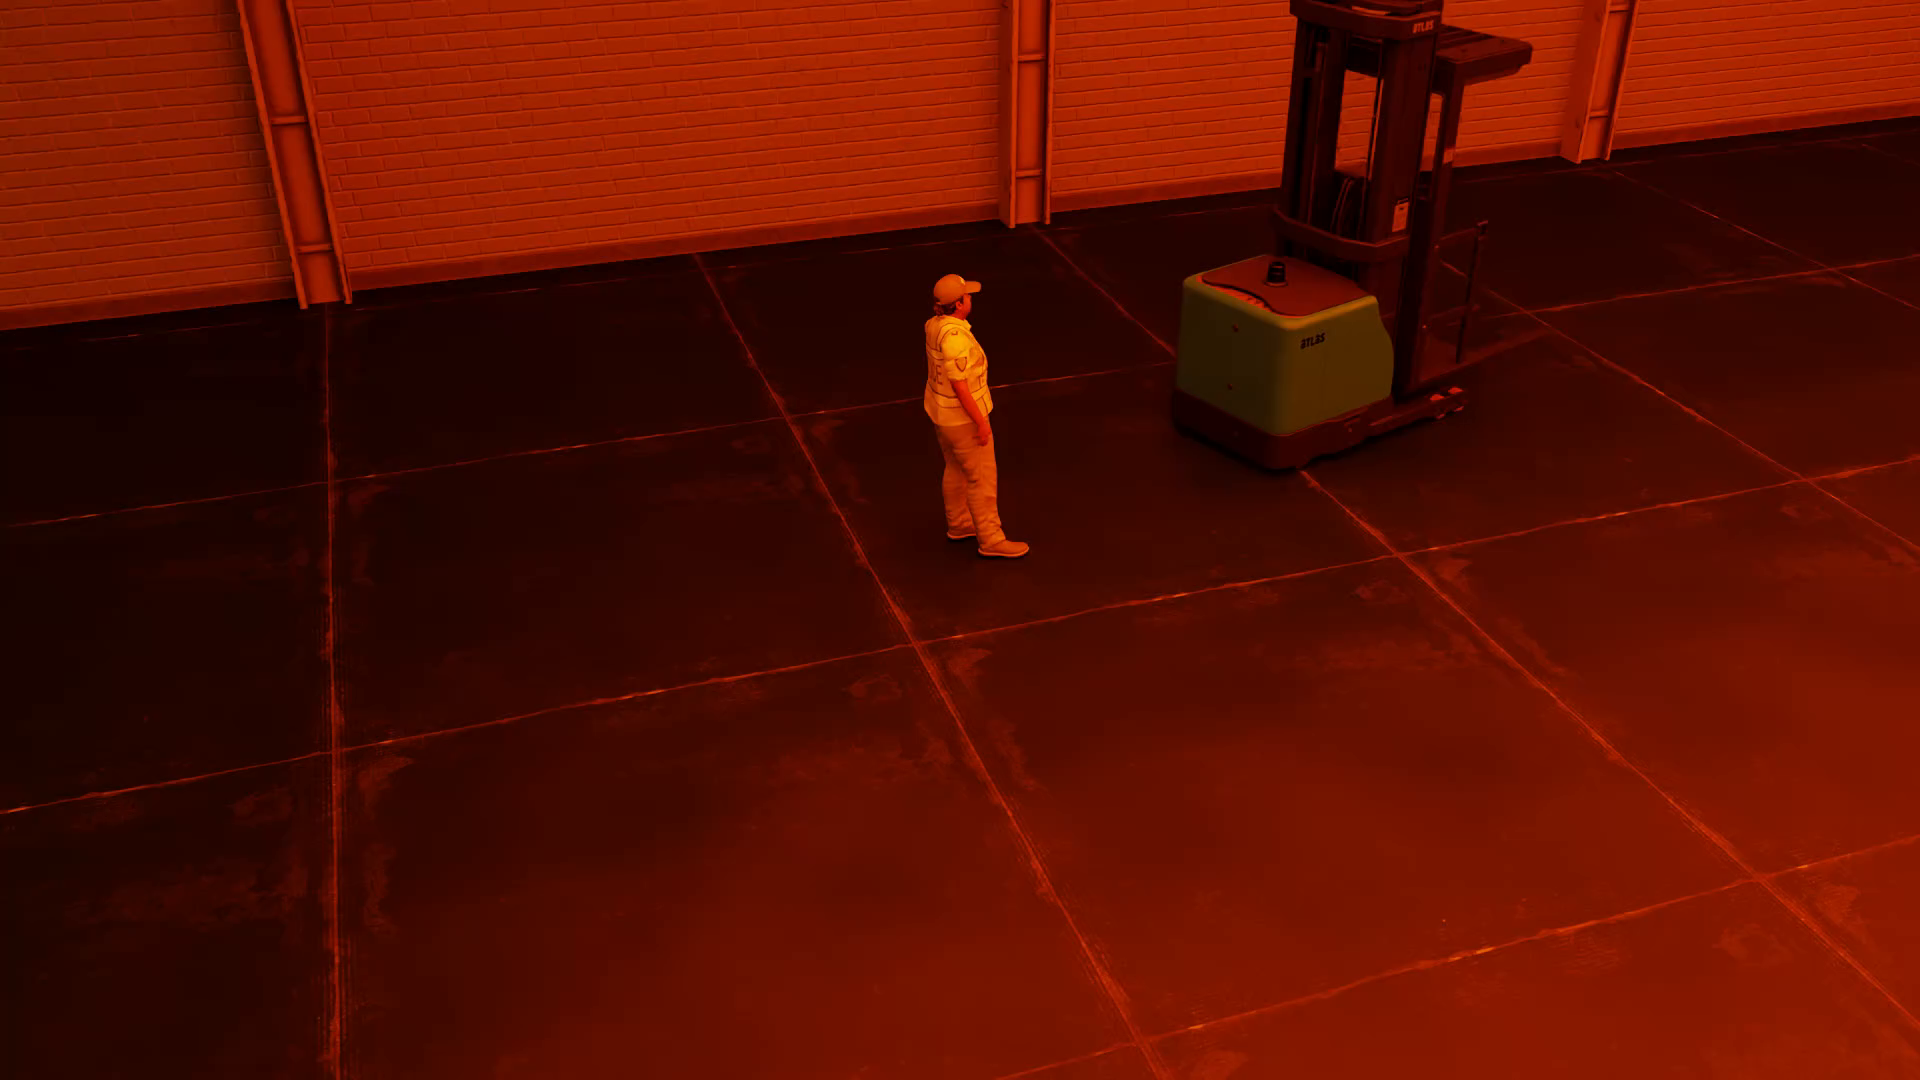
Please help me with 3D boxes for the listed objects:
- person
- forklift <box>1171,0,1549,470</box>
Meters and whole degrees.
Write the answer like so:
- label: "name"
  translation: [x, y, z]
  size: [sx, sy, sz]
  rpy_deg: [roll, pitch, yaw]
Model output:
- label: "person"
  translation: [0.080, -0.731, 9.609]
  size: [0.529, 1.670, 0.598]
  rpy_deg: [-10, 31, -16]
- label: "forklift"
  translation: [2.925, -2.299, 11.082]
  size: [3.031, 2.935, 1.130]
  rpy_deg: [-20, 36, -31]
